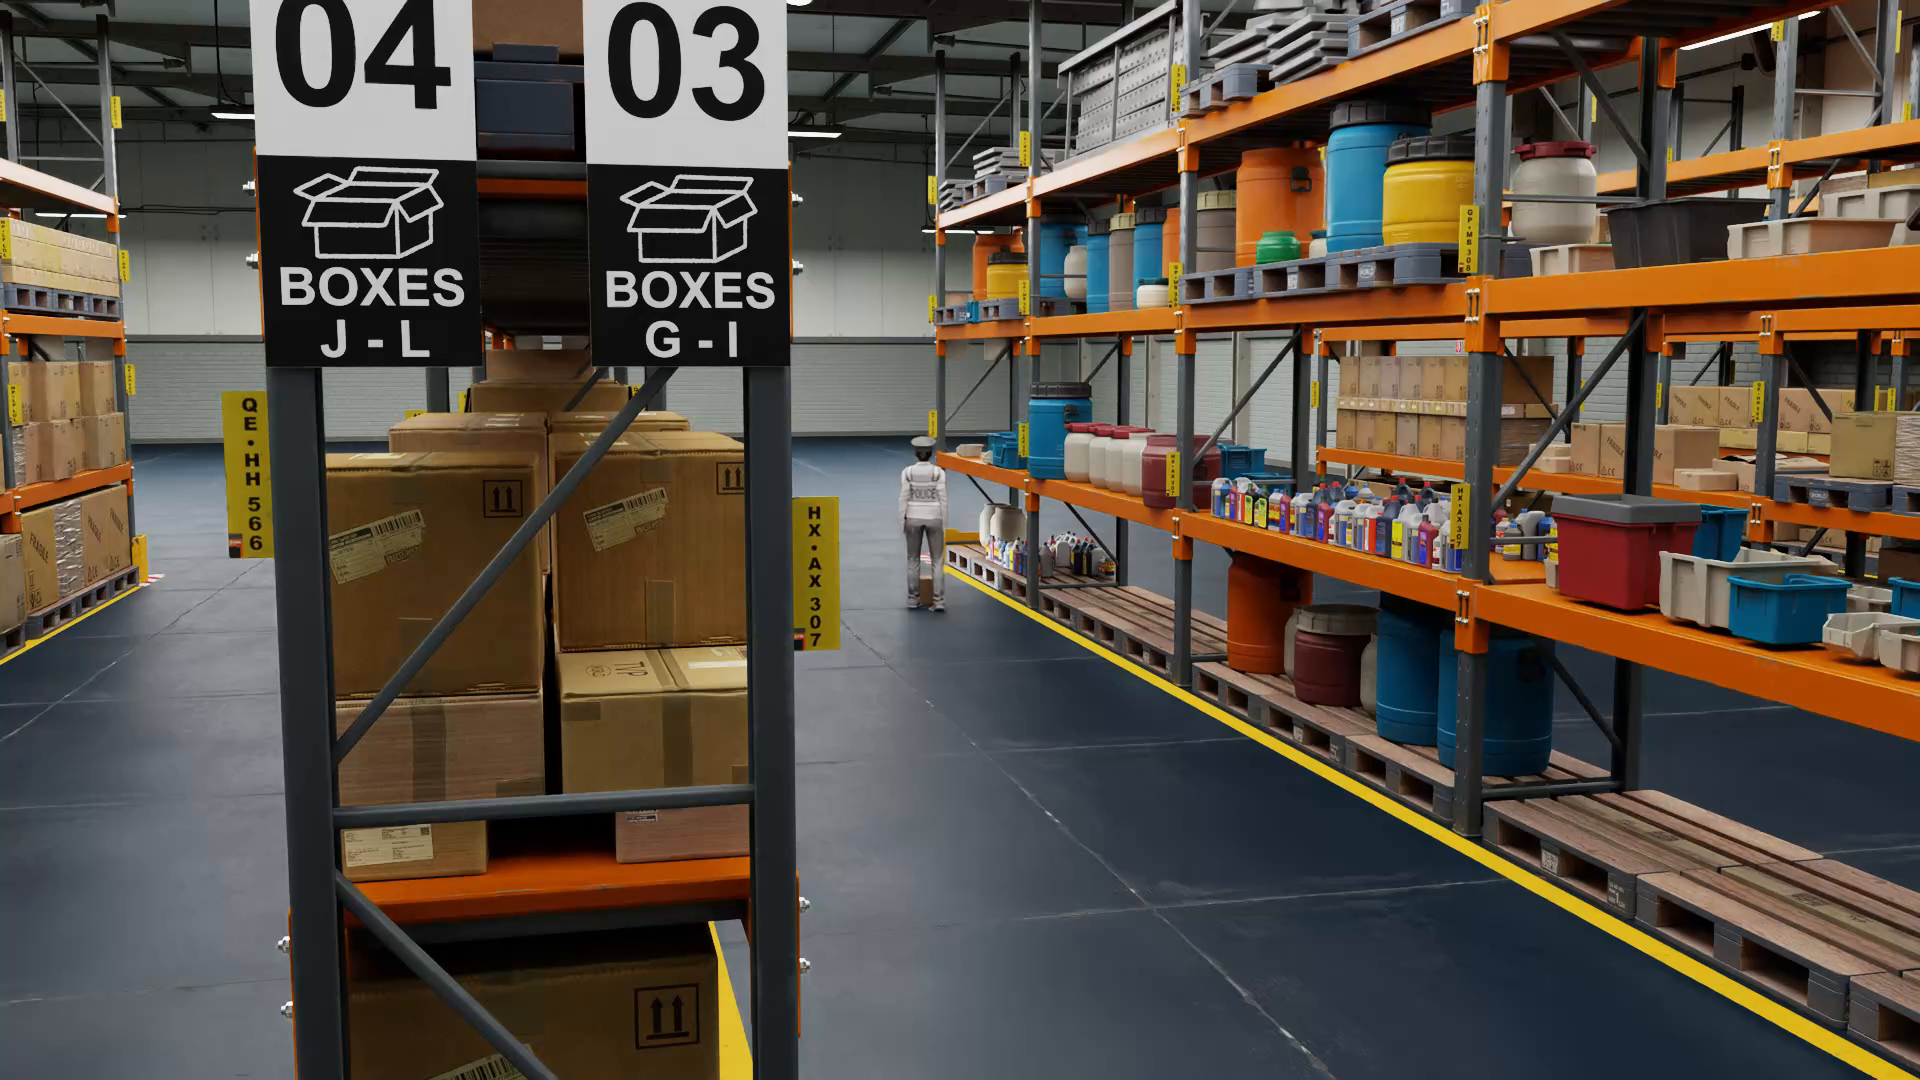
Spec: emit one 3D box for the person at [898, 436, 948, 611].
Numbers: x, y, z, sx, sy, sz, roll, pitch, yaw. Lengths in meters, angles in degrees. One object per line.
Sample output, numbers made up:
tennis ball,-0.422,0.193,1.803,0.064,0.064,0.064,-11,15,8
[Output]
person,-0.354,-0.147,16.109,0.482,1.718,0.398,0,6,3
